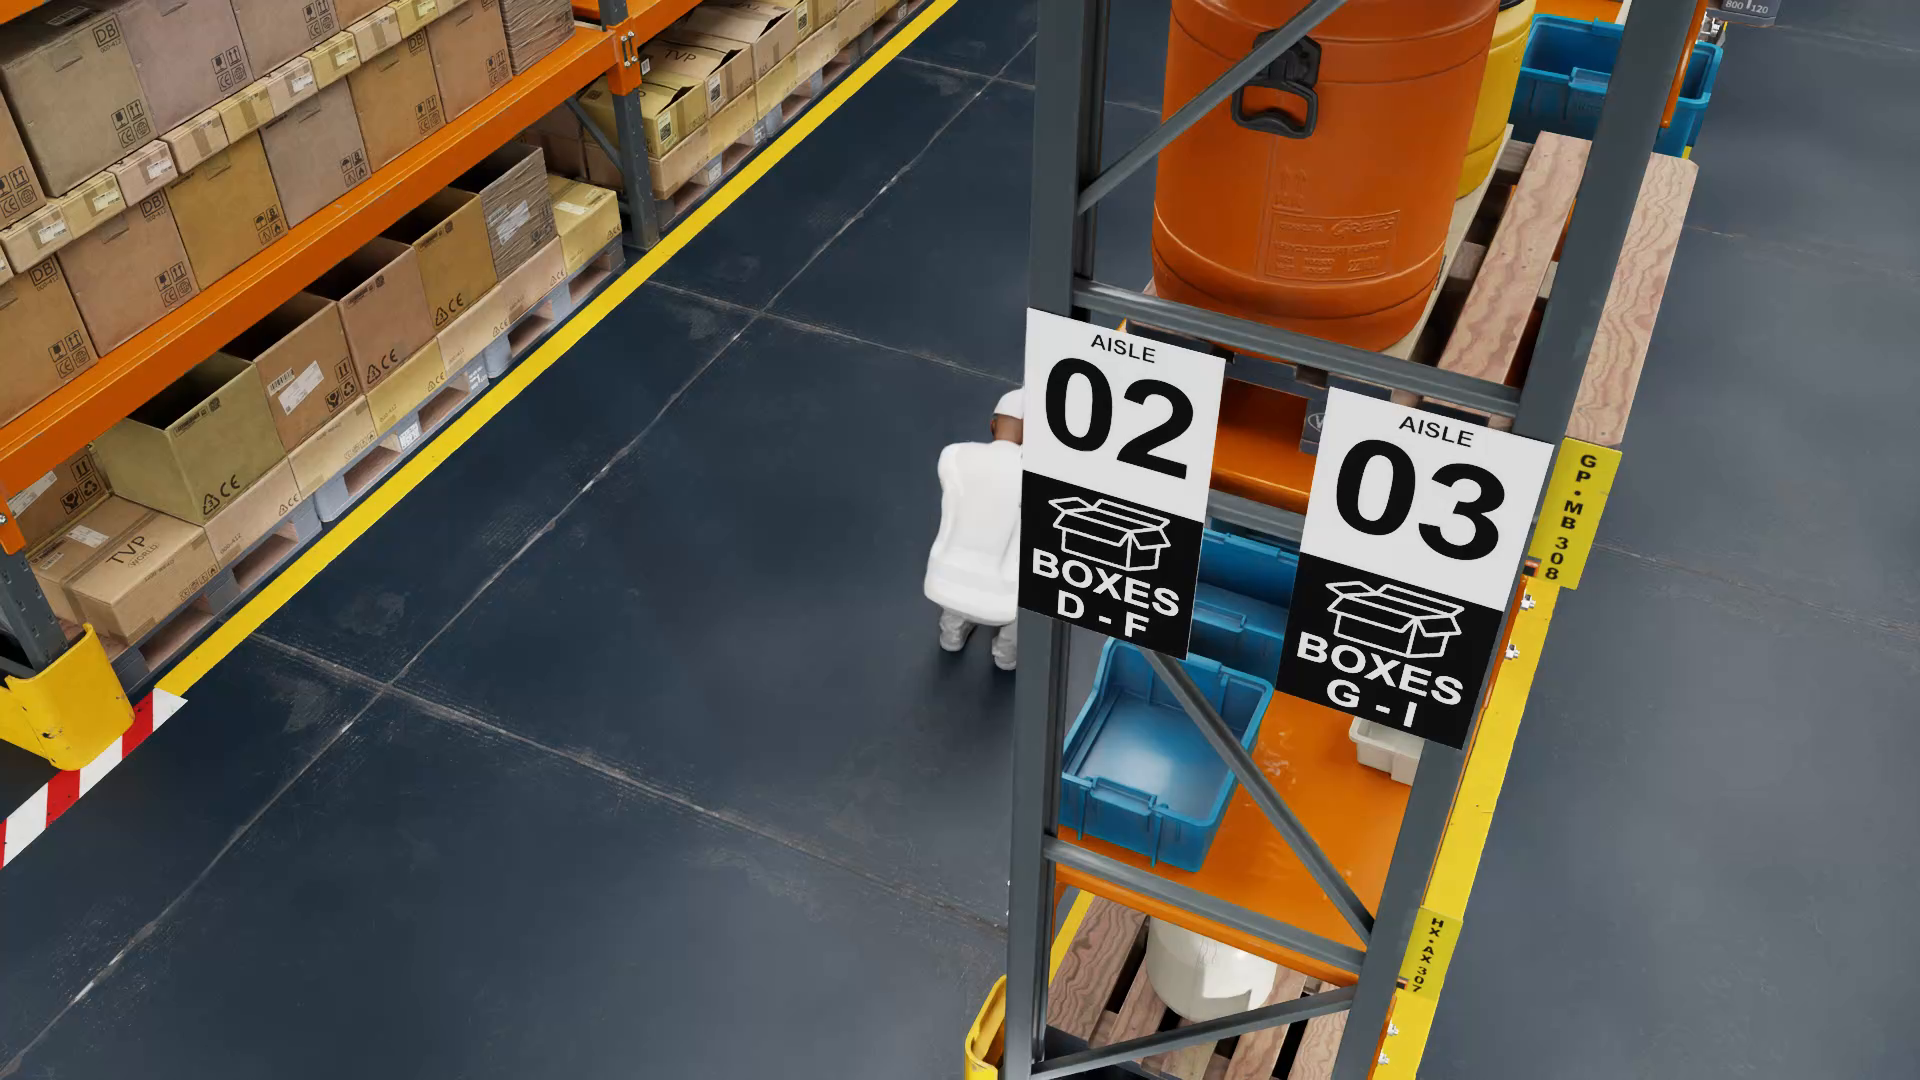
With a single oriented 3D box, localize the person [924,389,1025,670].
[{"bbox_3d":[0.160,-0.050,6.783,0.585,0.995,0.898,18,45,19],"label":"person"}]
